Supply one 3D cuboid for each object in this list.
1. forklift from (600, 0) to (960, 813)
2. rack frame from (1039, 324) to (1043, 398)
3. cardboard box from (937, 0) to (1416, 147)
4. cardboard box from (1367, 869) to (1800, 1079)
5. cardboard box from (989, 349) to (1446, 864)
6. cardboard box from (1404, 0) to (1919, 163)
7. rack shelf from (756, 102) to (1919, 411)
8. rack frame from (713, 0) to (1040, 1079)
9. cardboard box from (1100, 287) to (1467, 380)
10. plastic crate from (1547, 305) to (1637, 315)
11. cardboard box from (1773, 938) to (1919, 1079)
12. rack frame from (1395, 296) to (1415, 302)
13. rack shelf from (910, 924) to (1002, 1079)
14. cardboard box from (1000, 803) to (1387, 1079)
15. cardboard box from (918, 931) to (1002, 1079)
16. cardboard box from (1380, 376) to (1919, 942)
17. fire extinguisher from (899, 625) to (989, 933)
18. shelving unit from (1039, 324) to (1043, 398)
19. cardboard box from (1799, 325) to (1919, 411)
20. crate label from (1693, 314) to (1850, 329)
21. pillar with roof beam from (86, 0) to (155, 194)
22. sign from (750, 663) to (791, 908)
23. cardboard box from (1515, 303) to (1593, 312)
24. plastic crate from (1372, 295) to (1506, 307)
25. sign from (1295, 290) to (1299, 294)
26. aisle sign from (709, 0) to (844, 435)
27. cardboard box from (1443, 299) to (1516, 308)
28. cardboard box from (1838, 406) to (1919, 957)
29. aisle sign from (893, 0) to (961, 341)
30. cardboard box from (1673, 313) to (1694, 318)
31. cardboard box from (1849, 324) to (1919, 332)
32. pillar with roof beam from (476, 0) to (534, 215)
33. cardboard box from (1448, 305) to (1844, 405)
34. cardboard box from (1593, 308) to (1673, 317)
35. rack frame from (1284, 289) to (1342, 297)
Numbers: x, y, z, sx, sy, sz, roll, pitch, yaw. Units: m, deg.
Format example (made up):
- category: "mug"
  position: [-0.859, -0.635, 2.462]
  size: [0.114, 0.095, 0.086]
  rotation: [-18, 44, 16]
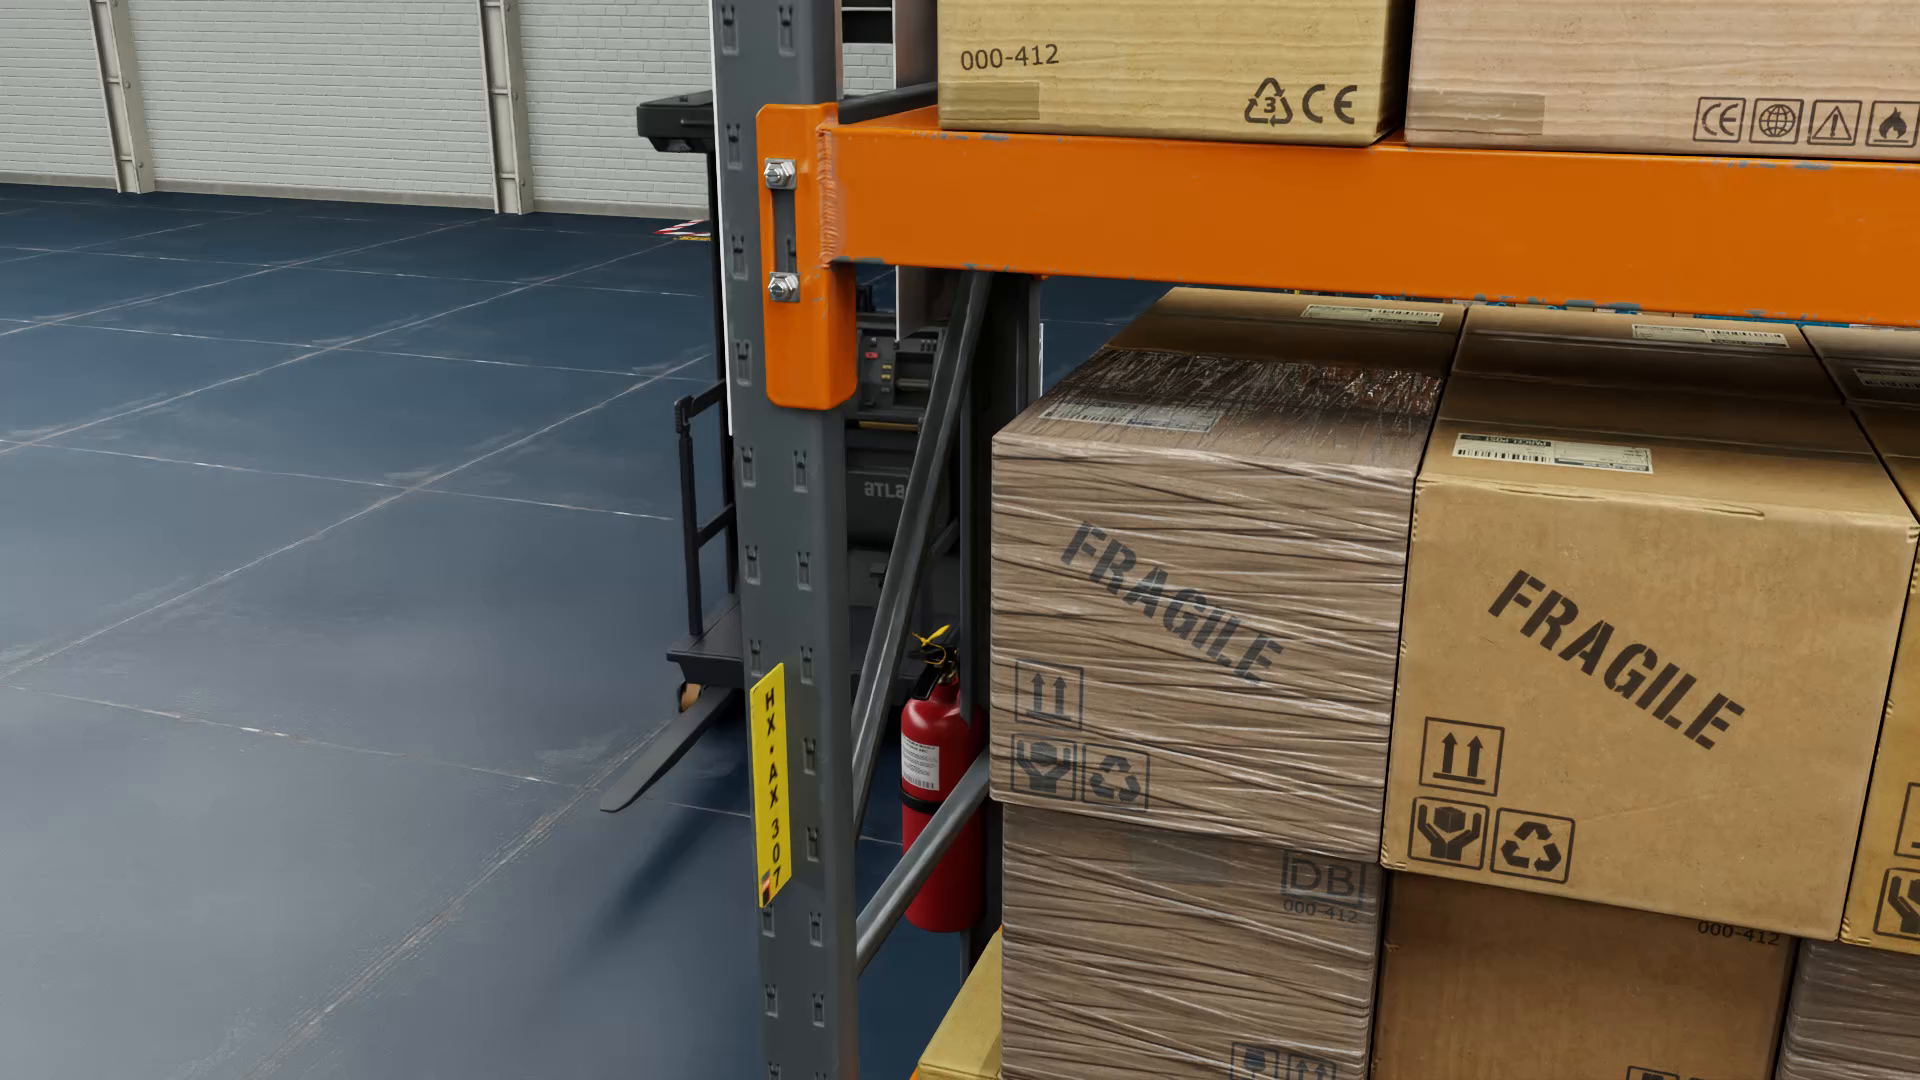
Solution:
- category: "forklift"
  position: [-0.546, -0.701, 6.633]
  size: [1.130, 2.935, 3.031]
  rotation: [5, 20, 13]
- category: "rack frame"
  position: [0.387, -0.522, 8.752]
  size: [0.015, 1.200, 0.240]
  rotation: [7, 20, 18]
- category: "cardboard box"
  position: [0.295, -0.641, 2.028]
  size: [0.500, 0.250, 0.500]
  rotation: [7, 20, 20]
- category: "cardboard box"
  position: [0.947, 0.469, 2.569]
  size: [0.500, 0.500, 0.875]
  rotation: [7, 20, 18]
- category: "cardboard box"
  position: [0.354, 0.057, 2.233]
  size: [0.500, 0.500, 0.500]
  rotation: [7, 20, 18]
- category: "cardboard box"
  position: [0.784, -0.587, 1.874]
  size: [0.500, 0.250, 0.500]
  rotation: [6, 20, 17]
- category: "rack shelf"
  position: [1.814, -0.288, 1.882]
  size: [4.000, 0.370, 1.077]
  rotation: [7, 20, 18]
- category: "rack frame"
  position: [-0.077, 0.573, 2.874]
  size: [0.053, 2.616, 0.949]
  rotation: [7, 20, 18]
- category: "cardboard box"
  position: [0.525, -0.105, 2.697]
  size: [0.500, 0.500, 0.500]
  rotation: [7, 20, 18]
- category: "plastic crate"
  position: [2.732, -0.864, 7.225]
  size: [0.408, 0.251, 0.499]
  rotation: [7, 20, 18]
- category: "cardboard box"
  position: [1.405, 0.537, 2.375]
  size: [0.500, 0.500, 0.875]
  rotation: [7, 20, 18]
- category: "rack frame"
  position: [3.179, -2.507, 11.712]
  size: [0.127, 3.000, 1.000]
  rotation: [7, 20, 18]
- category: "rack shelf"
  position: [1.814, 1.128, 2.376]
  size: [4.000, 0.370, 1.077]
  rotation: [7, 20, 18]
- category: "cardboard box"
  position: [0.435, 0.453, 2.617]
  size: [0.500, 0.500, 0.875]
  rotation: [7, 20, 18]
- category: "cardboard box"
  position: [0.115, 0.796, 2.617]
  size: [0.250, 0.149, 0.380]
  rotation: [7, 20, 18]
- category: "cardboard box"
  position: [0.824, 0.113, 2.072]
  size: [0.500, 0.500, 0.500]
  rotation: [7, 20, 18]
- category: "fire extinguisher"
  position: [-0.033, 0.453, 3.336]
  size: [0.183, 0.674, 0.296]
  rotation: [7, 20, 18]
- category: "shelving unit"
  position: [0.156, -0.549, 8.827]
  size: [0.503, 1.200, 0.258]
  rotation: [7, 20, 18]
- category: "cardboard box"
  position: [1.471, 0.002, 2.390]
  size: [0.500, 0.500, 0.500]
  rotation: [7, 20, 18]
- category: "crate label"
  position: [3.377, -0.870, 6.960]
  size: [0.616, 0.435, 0.502]
  rotation: [7, 20, 18]
- category: "pillar with roof beam"
  position: [-12.670, -7.680, 17.437]
  size: [0.400, 9.000, 9.100]
  rotation: [7, 20, 18]
- category: "sign"
  position: [-0.254, 0.332, 2.250]
  size: [0.005, 0.325, 0.100]
  rotation: [7, 20, 18]
- category: "cardboard box"
  position: [4.085, -1.581, 11.454]
  size: [0.500, 0.500, 0.500]
  rotation: [7, 20, 18]
- category: "plastic crate"
  position: [2.121, -0.936, 7.431]
  size: [0.616, 0.251, 0.499]
  rotation: [7, 20, 18]
- category: "sign"
  position: [1.365, -0.928, 6.760]
  size: [0.005, 0.325, 0.100]
  rotation: [7, 20, 18]
- category: "aisle sign"
  position: [-0.233, -0.569, 2.201]
  size: [0.004, 0.787, 0.394]
  rotation: [7, 20, 18]
- category: "cardboard box"
  position: [3.783, -1.796, 12.071]
  size: [0.500, 0.500, 0.500]
  rotation: [7, 20, 18]
- category: "cardboard box"
  position: [1.297, 0.167, 1.919]
  size: [0.500, 0.500, 0.500]
  rotation: [7, 20, 18]
- category: "aisle sign"
  position: [-0.036, -0.755, 2.736]
  size: [0.004, 0.787, 0.394]
  rotation: [7, 20, 18]
- category: "cardboard box"
  position: [5.028, -1.471, 11.140]
  size: [0.500, 0.500, 0.500]
  rotation: [7, 20, 18]
- category: "cardboard box"
  position: [5.979, -1.369, 10.847]
  size: [0.500, 0.500, 0.500]
  rotation: [7, 20, 18]
- category: "pillar with roof beam"
  position: [-7.002, -7.032, 15.578]
  size: [0.400, 9.000, 9.100]
  rotation: [7, 20, 18]
- category: "cardboard box"
  position: [0.999, -0.053, 2.547]
  size: [0.500, 0.500, 0.500]
  rotation: [7, 20, 18]
- category: "cardboard box"
  position: [4.562, -1.531, 11.311]
  size: [0.500, 0.500, 0.500]
  rotation: [7, 20, 18]
- category: "rack frame"
  position: [1.550, -0.968, 7.295]
  size: [0.127, 3.000, 1.000]
  rotation: [7, 20, 18]
